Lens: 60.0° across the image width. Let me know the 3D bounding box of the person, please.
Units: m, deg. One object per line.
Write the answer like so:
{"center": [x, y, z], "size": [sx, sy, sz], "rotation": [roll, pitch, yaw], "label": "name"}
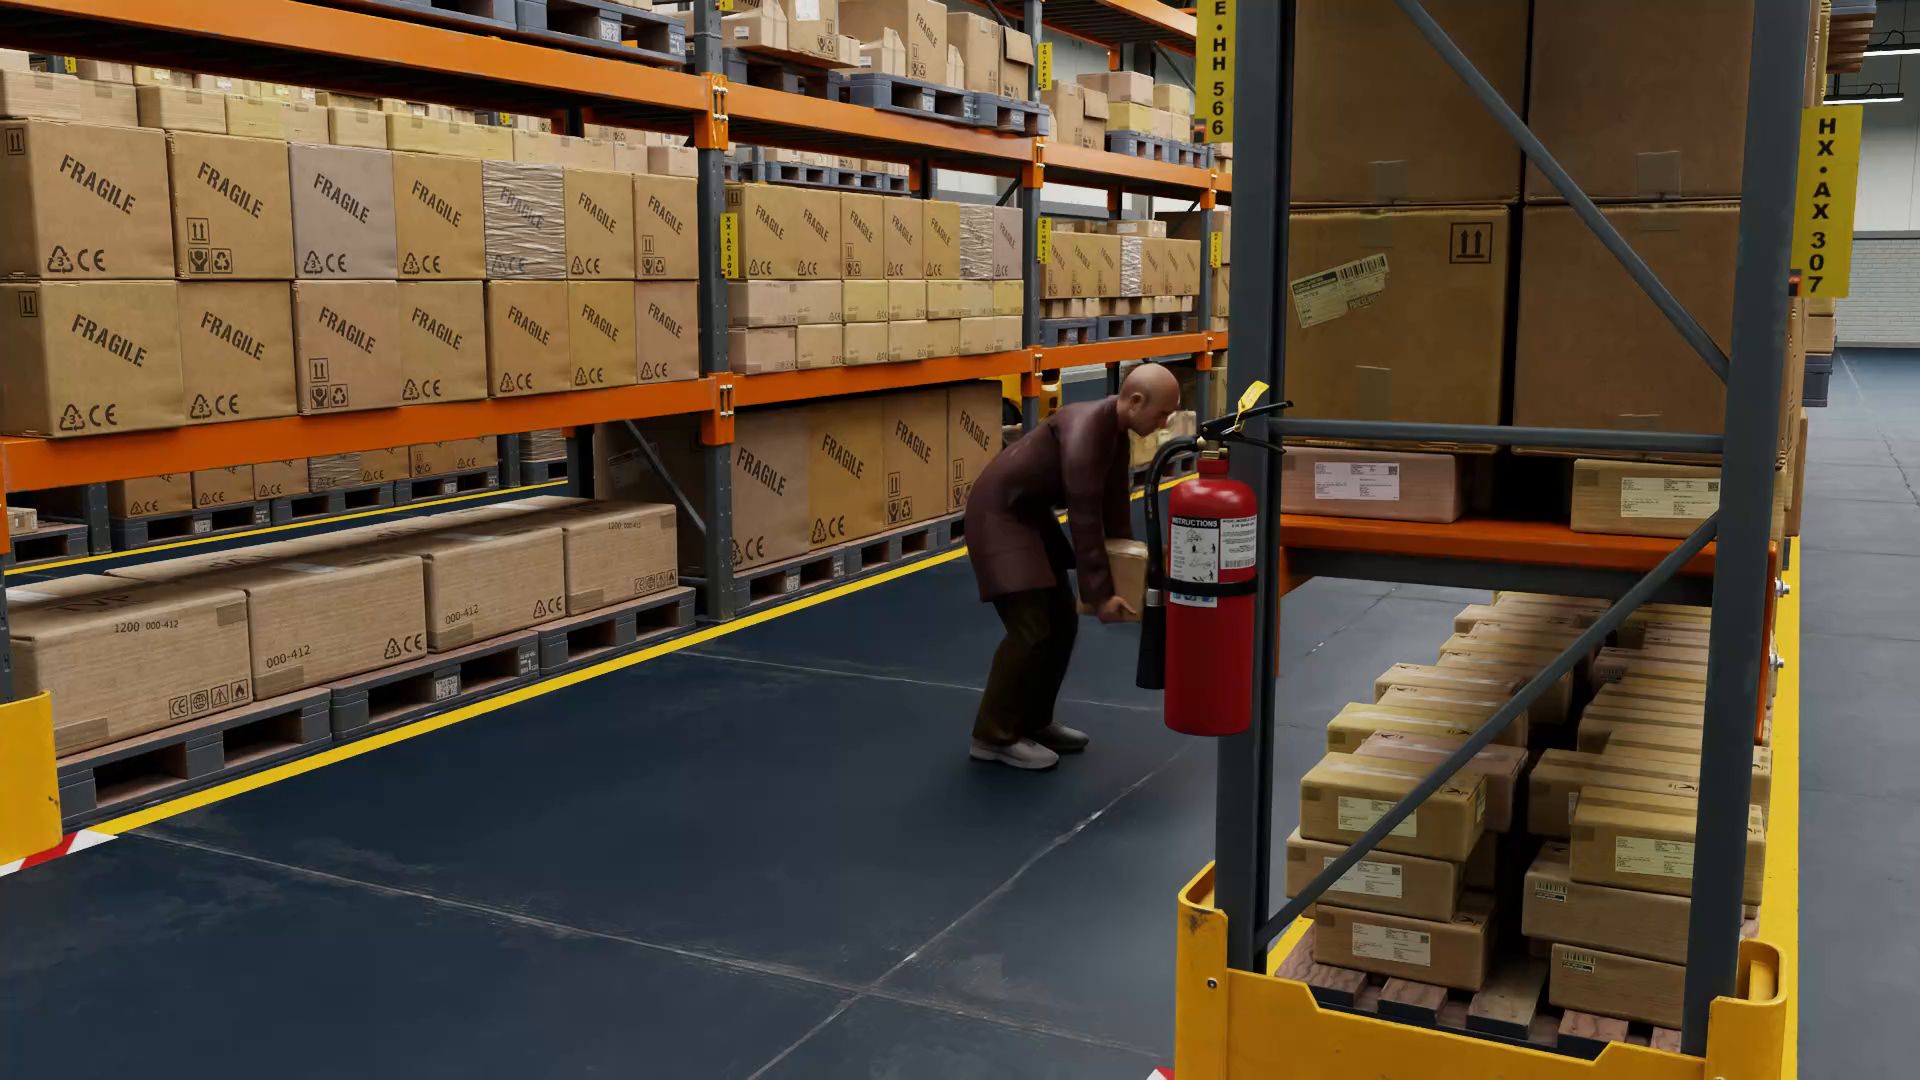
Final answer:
{"center": [0.411, 0.095, 6.205], "size": [0.806, 1.503, 0.556], "rotation": [4, 10, 25], "label": "person"}
